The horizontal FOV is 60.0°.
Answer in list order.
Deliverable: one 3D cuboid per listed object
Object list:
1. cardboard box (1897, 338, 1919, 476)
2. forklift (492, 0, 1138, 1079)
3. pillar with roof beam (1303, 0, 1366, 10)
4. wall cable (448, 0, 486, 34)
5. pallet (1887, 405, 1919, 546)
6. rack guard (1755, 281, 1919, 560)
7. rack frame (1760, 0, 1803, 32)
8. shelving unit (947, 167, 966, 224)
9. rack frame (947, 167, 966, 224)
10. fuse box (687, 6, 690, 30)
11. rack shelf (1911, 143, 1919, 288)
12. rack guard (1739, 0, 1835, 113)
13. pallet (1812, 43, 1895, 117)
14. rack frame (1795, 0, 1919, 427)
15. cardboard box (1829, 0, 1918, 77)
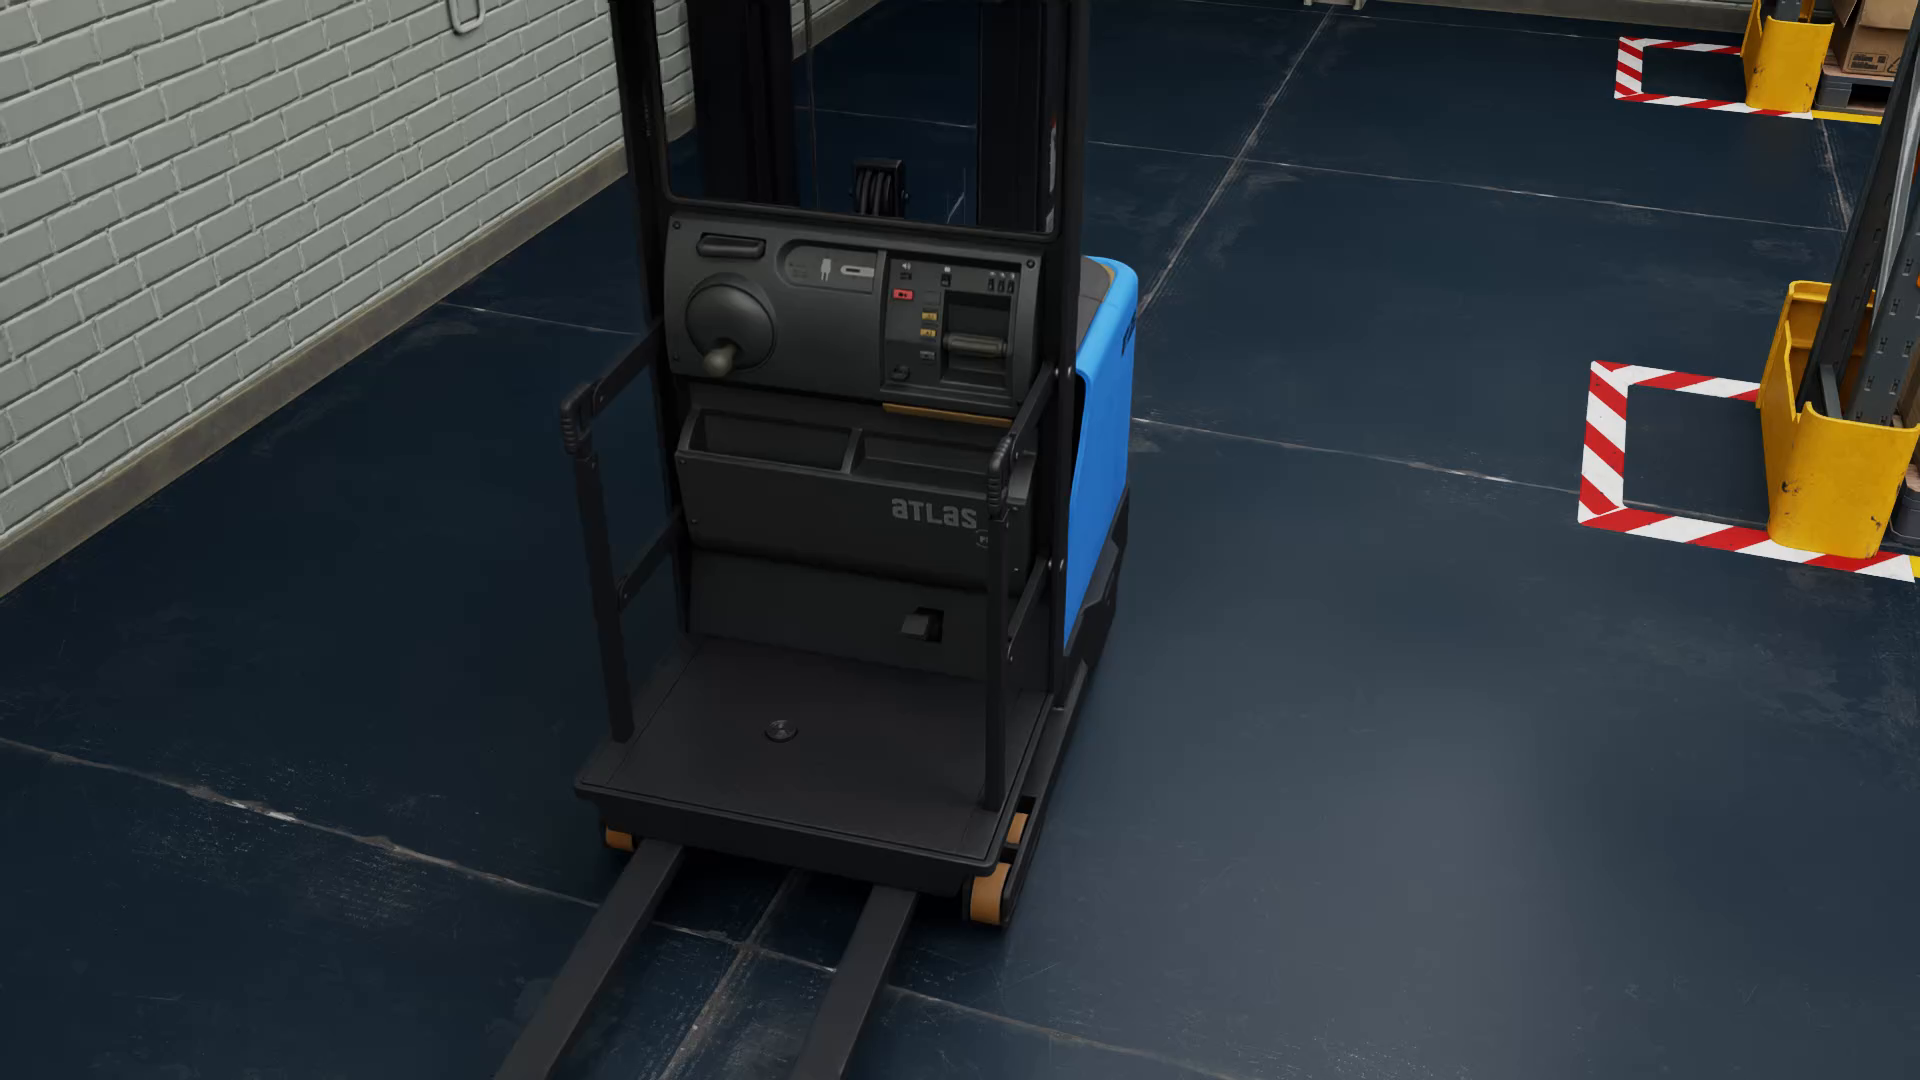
[{"bbox_3d":[3.822,-0.538,5.793,0.875,0.438,0.875,10,34,15],"label":"cardboard box"},{"bbox_3d":[-0.323,-0.489,3.805,1.130,2.935,3.031,8,34,13],"label":"forklift"},{"bbox_3d":[1.152,-5.319,5.692,0.400,9.000,9.100,11,34,16],"label":"pillar with roof beam"},{"bbox_3d":[-2.149,-2.968,6.616,0.123,1.953,0.585,11,34,16],"label":"wall cable"},{"bbox_3d":[3.946,-0.230,5.912,1.213,0.211,1.003,11,34,16],"label":"pallet"},{"bbox_3d":[3.145,-0.462,6.005,0.348,0.500,1.175,11,34,16],"label":"rack guard"},{"bbox_3d":[4.838,-4.043,9.247,0.127,3.000,1.000,11,34,16],"label":"rack frame"},{"bbox_3d":[0.078,-0.635,5.628,0.189,1.200,0.258,8,34,12],"label":"shelving unit"},{"bbox_3d":[-0.011,-0.647,5.646,0.006,1.200,0.240,8,34,12],"label":"rack frame"},{"bbox_3d":[-1.303,-3.033,8.870,0.414,1.711,0.539,11,34,16],"label":"fuse box"},{"bbox_3d":[5.050,-0.840,4.949,4.000,0.370,1.077,11,34,16],"label":"rack shelf"},{"bbox_3d":[4.910,-2.979,9.903,0.348,0.500,1.175,11,34,16],"label":"rack guard"},{"bbox_3d":[5.661,-2.712,9.757,1.213,0.211,1.003,11,34,16],"label":"pallet"},{"bbox_3d":[3.167,-1.508,5.320,0.127,3.000,1.000,11,34,16],"label":"rack frame"},{"bbox_3d":[5.382,-3.011,9.562,0.637,0.503,0.797,10,34,15],"label":"cardboard box"}]
